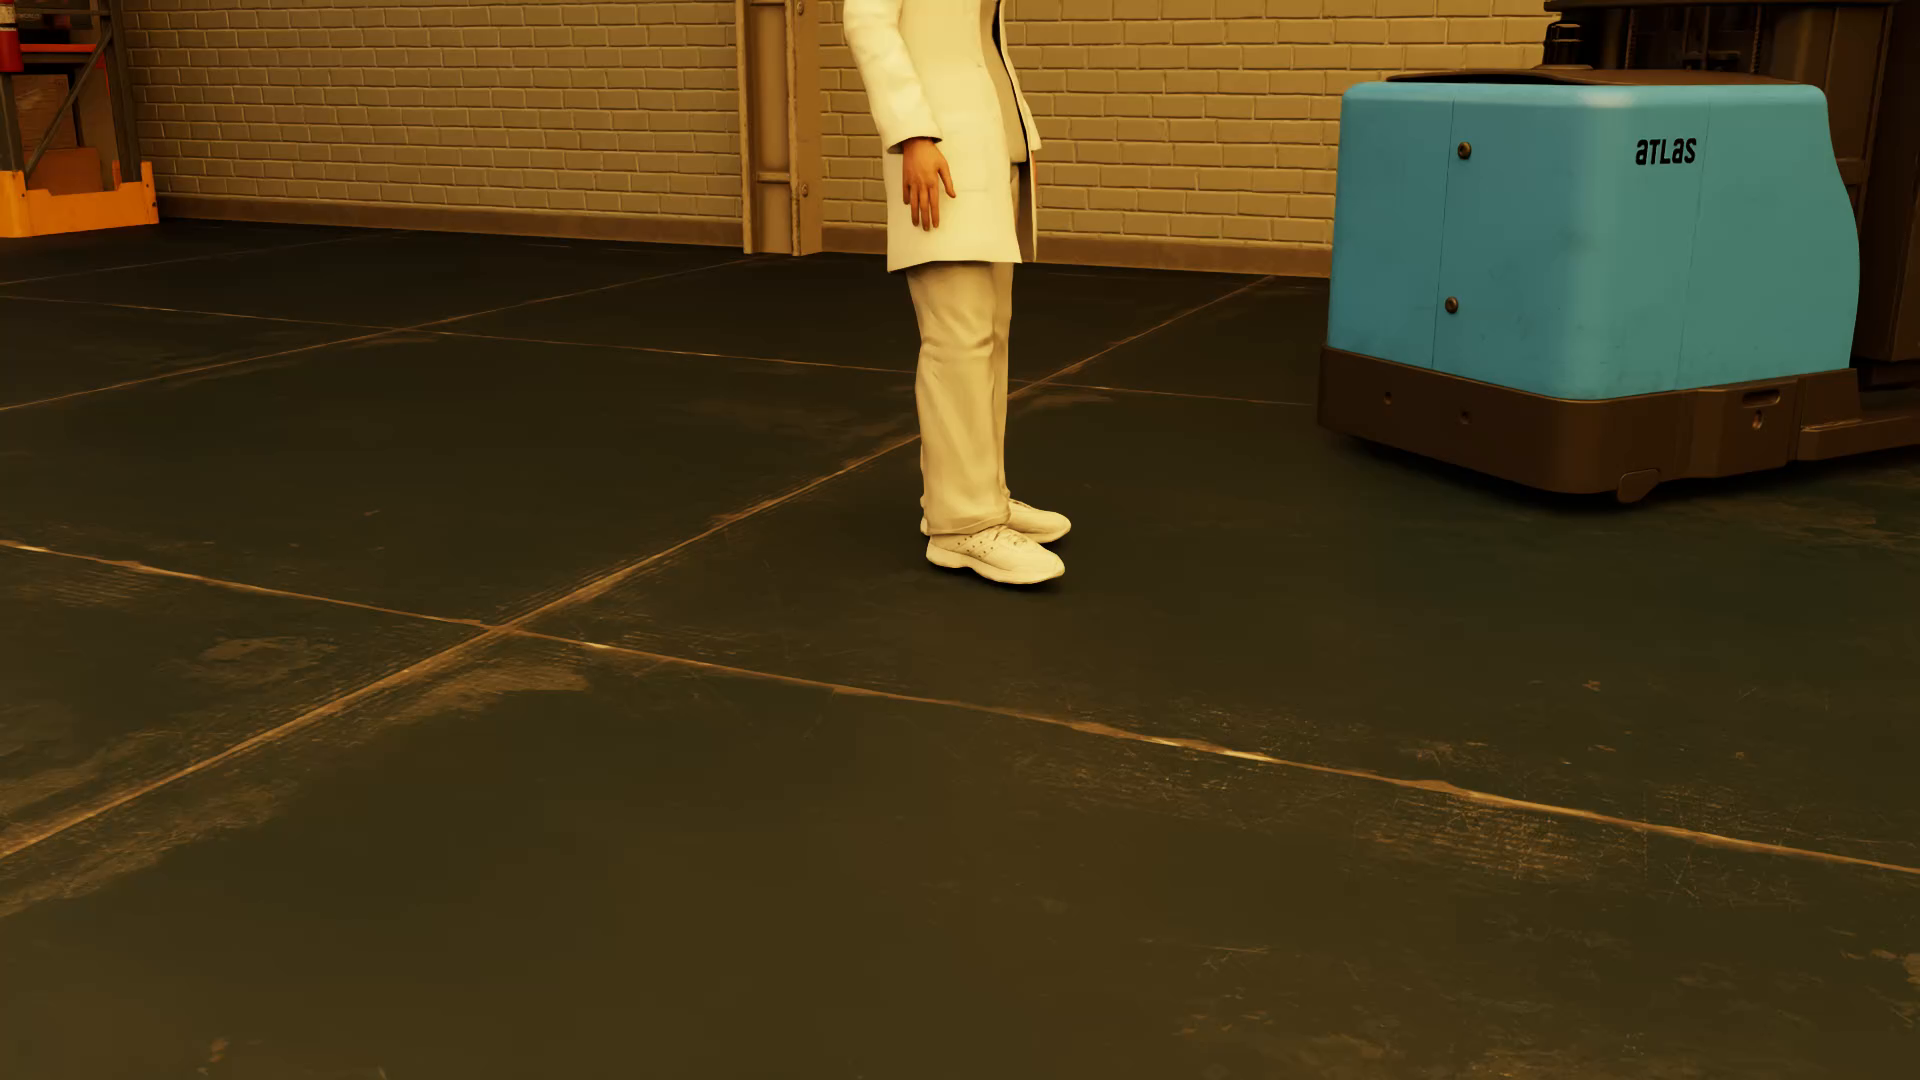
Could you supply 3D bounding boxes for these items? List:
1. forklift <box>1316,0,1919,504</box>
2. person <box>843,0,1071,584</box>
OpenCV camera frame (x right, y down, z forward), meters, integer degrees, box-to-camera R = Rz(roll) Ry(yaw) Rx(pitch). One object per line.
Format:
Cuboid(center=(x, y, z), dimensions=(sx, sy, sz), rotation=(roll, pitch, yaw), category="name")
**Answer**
Cuboid(center=(2.632, -1.770, 4.934), dimensions=(3.031, 2.935, 1.130), rotation=(-8, 18, -27), category="forklift")
Cuboid(center=(0.082, -0.849, 3.803), dimensions=(0.578, 1.777, 0.696), rotation=(7, 18, 23), category="person")
